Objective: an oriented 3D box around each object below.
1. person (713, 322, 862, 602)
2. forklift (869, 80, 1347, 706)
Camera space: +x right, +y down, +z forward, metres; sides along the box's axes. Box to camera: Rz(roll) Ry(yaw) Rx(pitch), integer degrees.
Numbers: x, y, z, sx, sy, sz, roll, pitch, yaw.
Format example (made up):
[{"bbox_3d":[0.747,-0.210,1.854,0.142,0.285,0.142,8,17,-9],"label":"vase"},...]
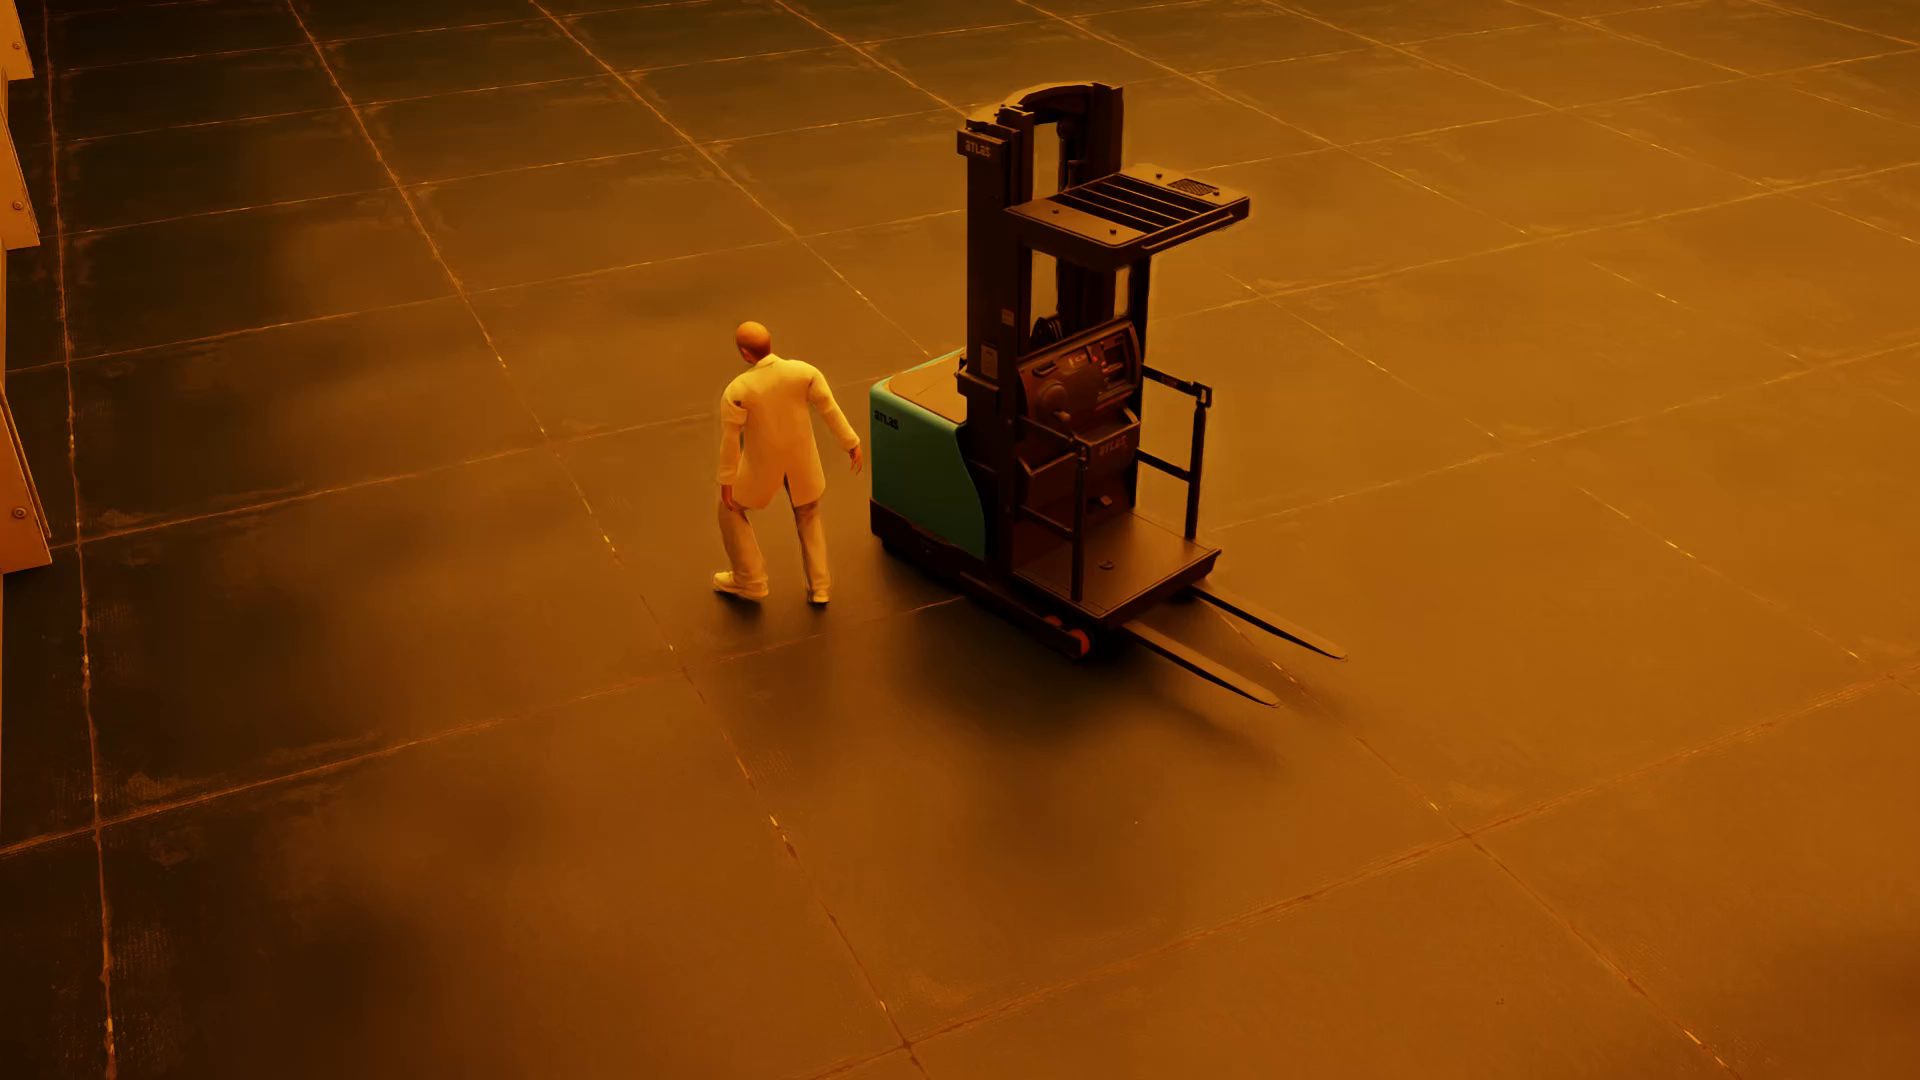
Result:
[{"bbox_3d":[-1.013,-0.424,9.600,0.906,1.758,0.568,-10,32,-16],"label":"person"},{"bbox_3d":[0.820,-0.887,9.132,1.130,2.935,3.031,-26,40,-36],"label":"forklift"}]
